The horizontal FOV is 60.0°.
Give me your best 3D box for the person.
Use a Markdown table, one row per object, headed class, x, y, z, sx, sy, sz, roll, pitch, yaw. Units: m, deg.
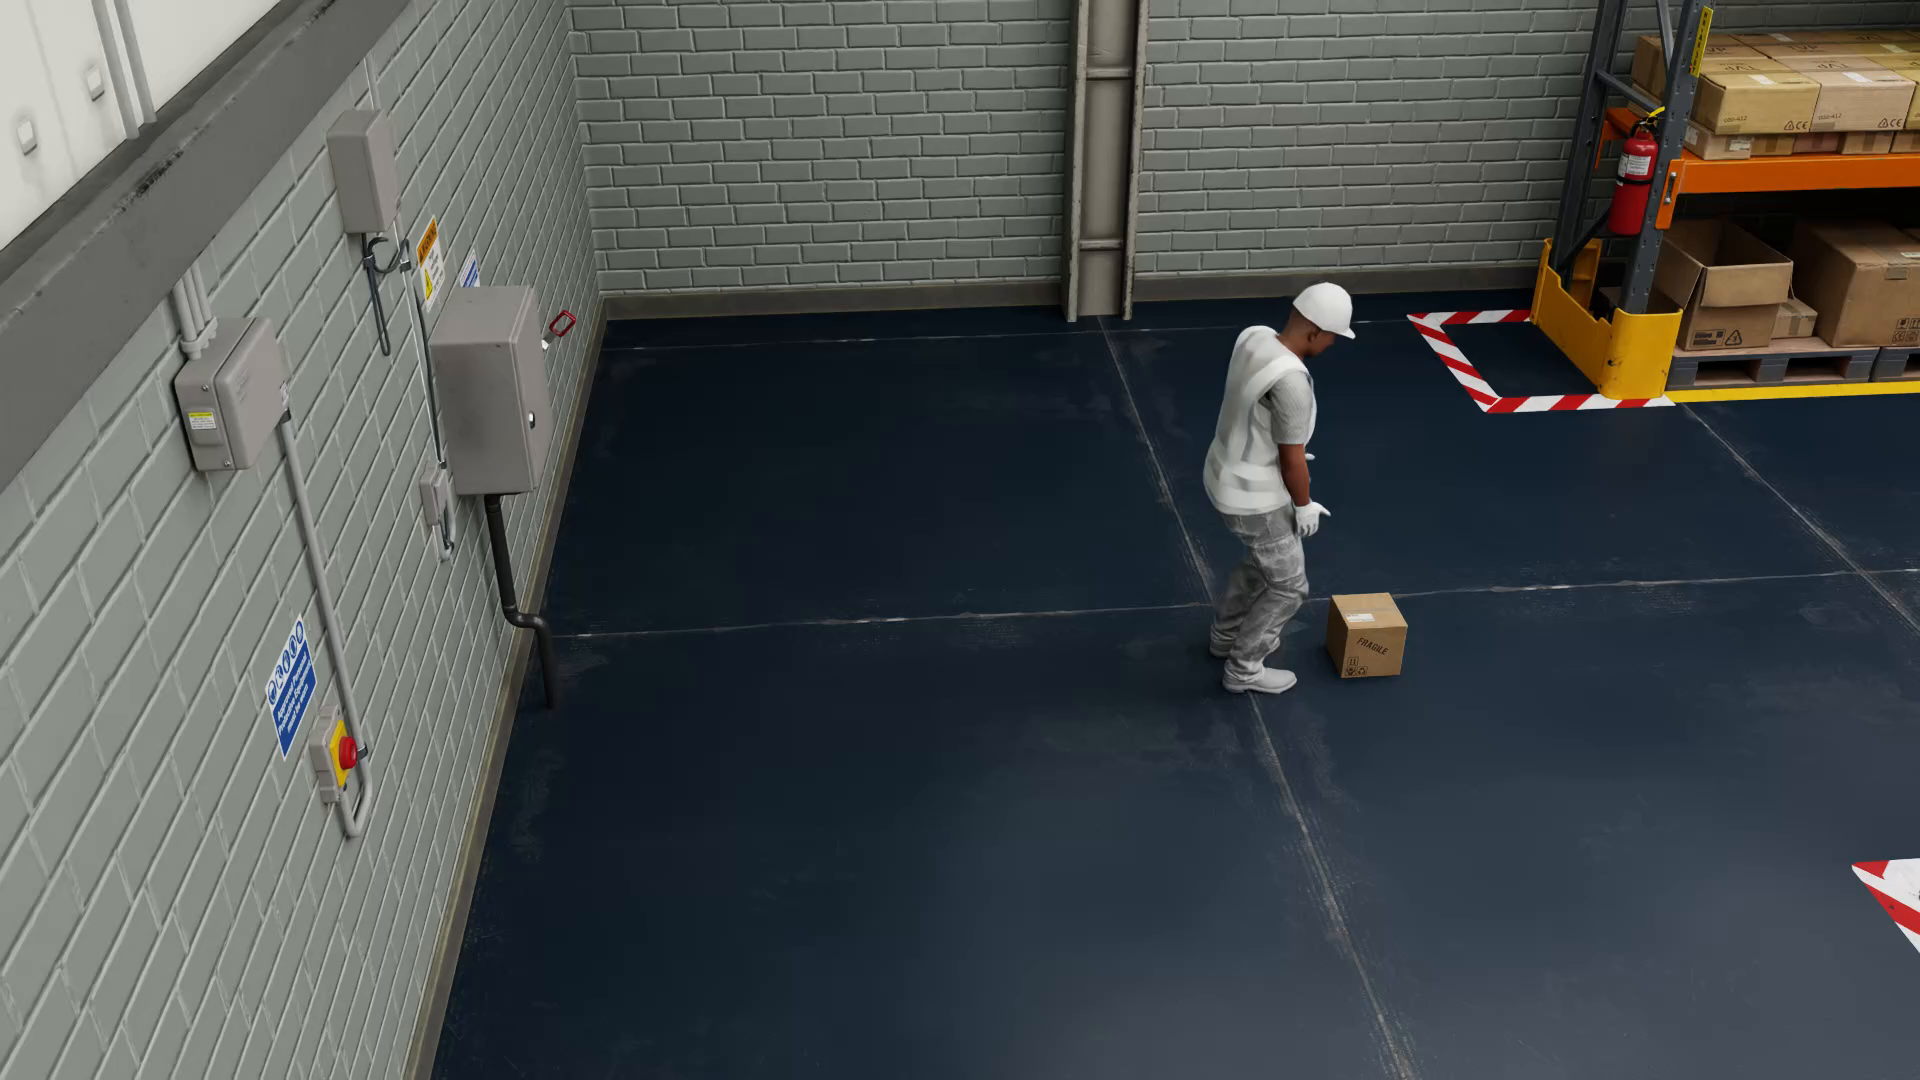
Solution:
| class | x | y | z | sx | sy | sz | roll | pitch | yaw |
| --- | --- | --- | --- | --- | --- | --- | --- | --- | --- |
| person | 1.223 | -0.212 | 6.557 | 0.517 | 1.695 | 0.584 | -2 | 31 | -3 |
